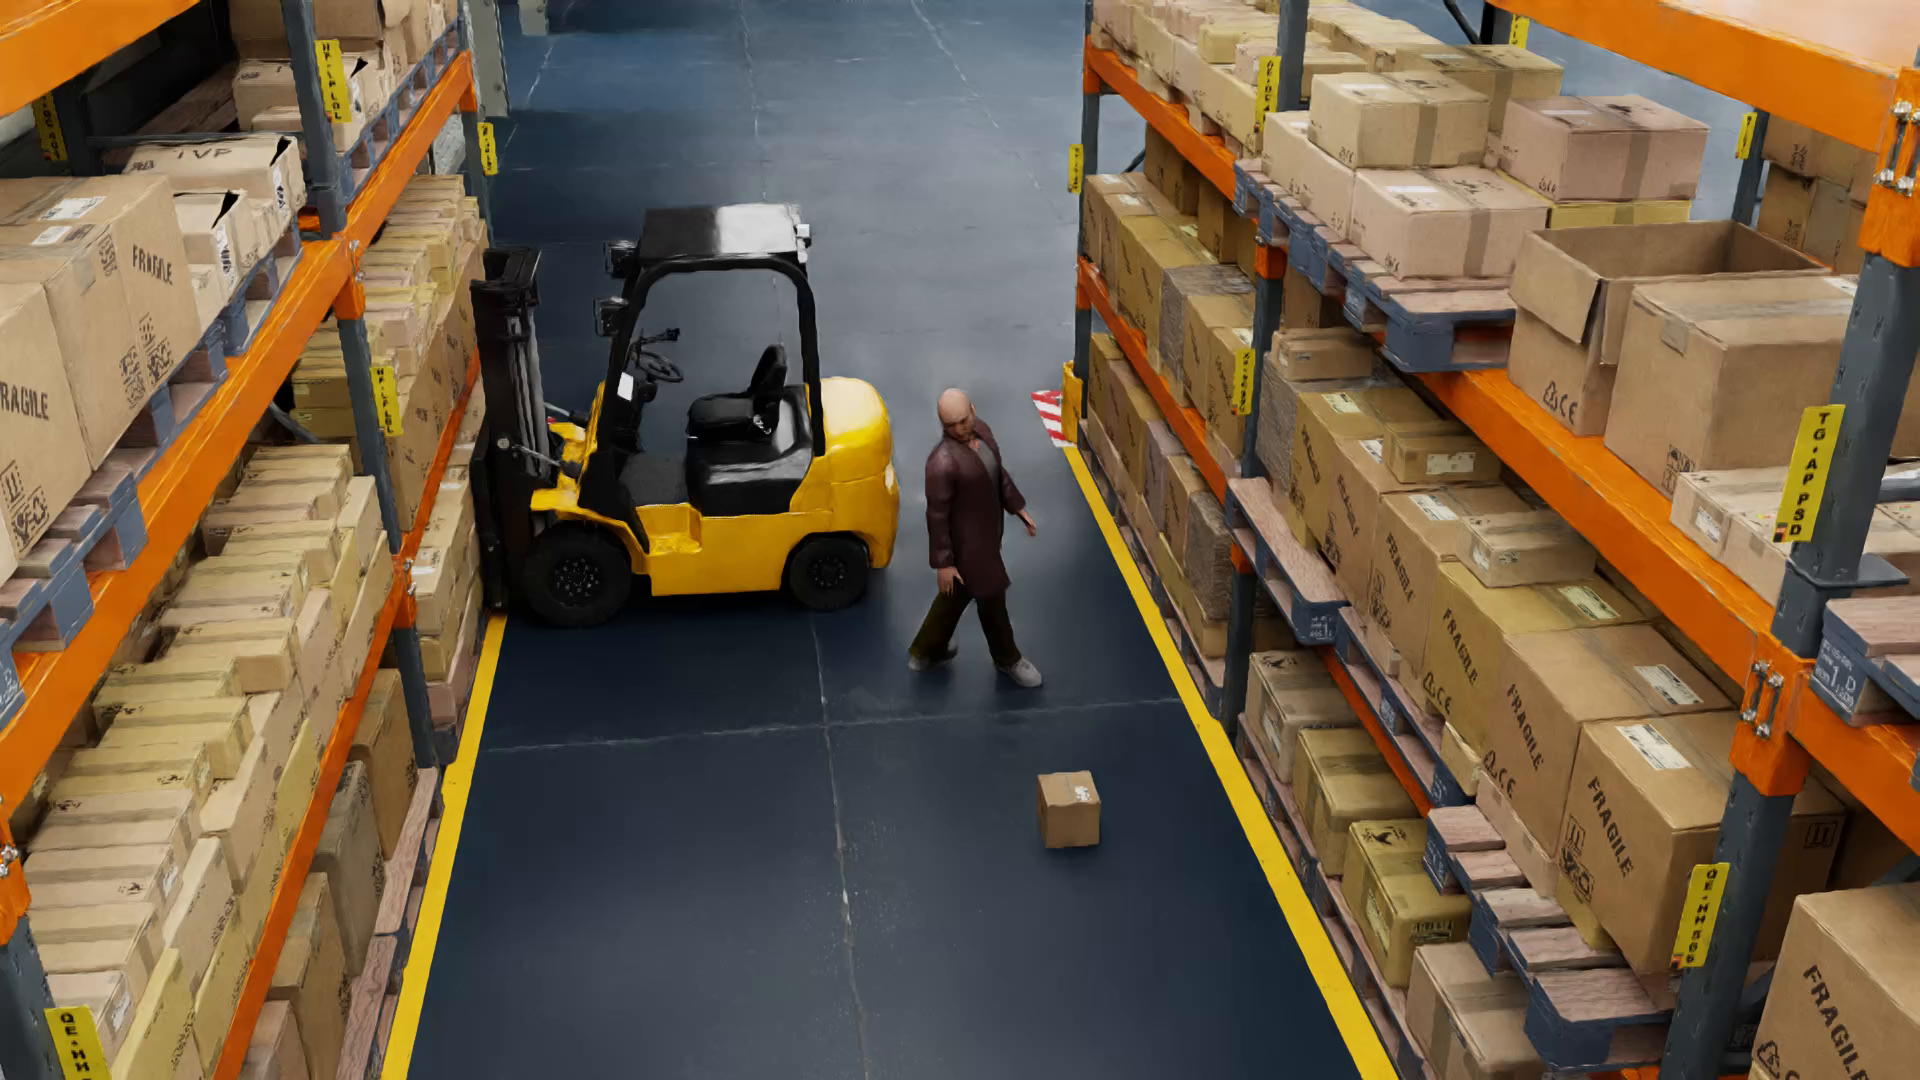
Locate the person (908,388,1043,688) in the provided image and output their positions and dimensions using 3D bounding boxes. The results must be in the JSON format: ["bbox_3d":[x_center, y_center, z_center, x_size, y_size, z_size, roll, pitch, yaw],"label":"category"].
[{"bbox_3d":[0.080,-0.002,8.666,0.746,1.740,0.613,5,27,10],"label":"person"}]
